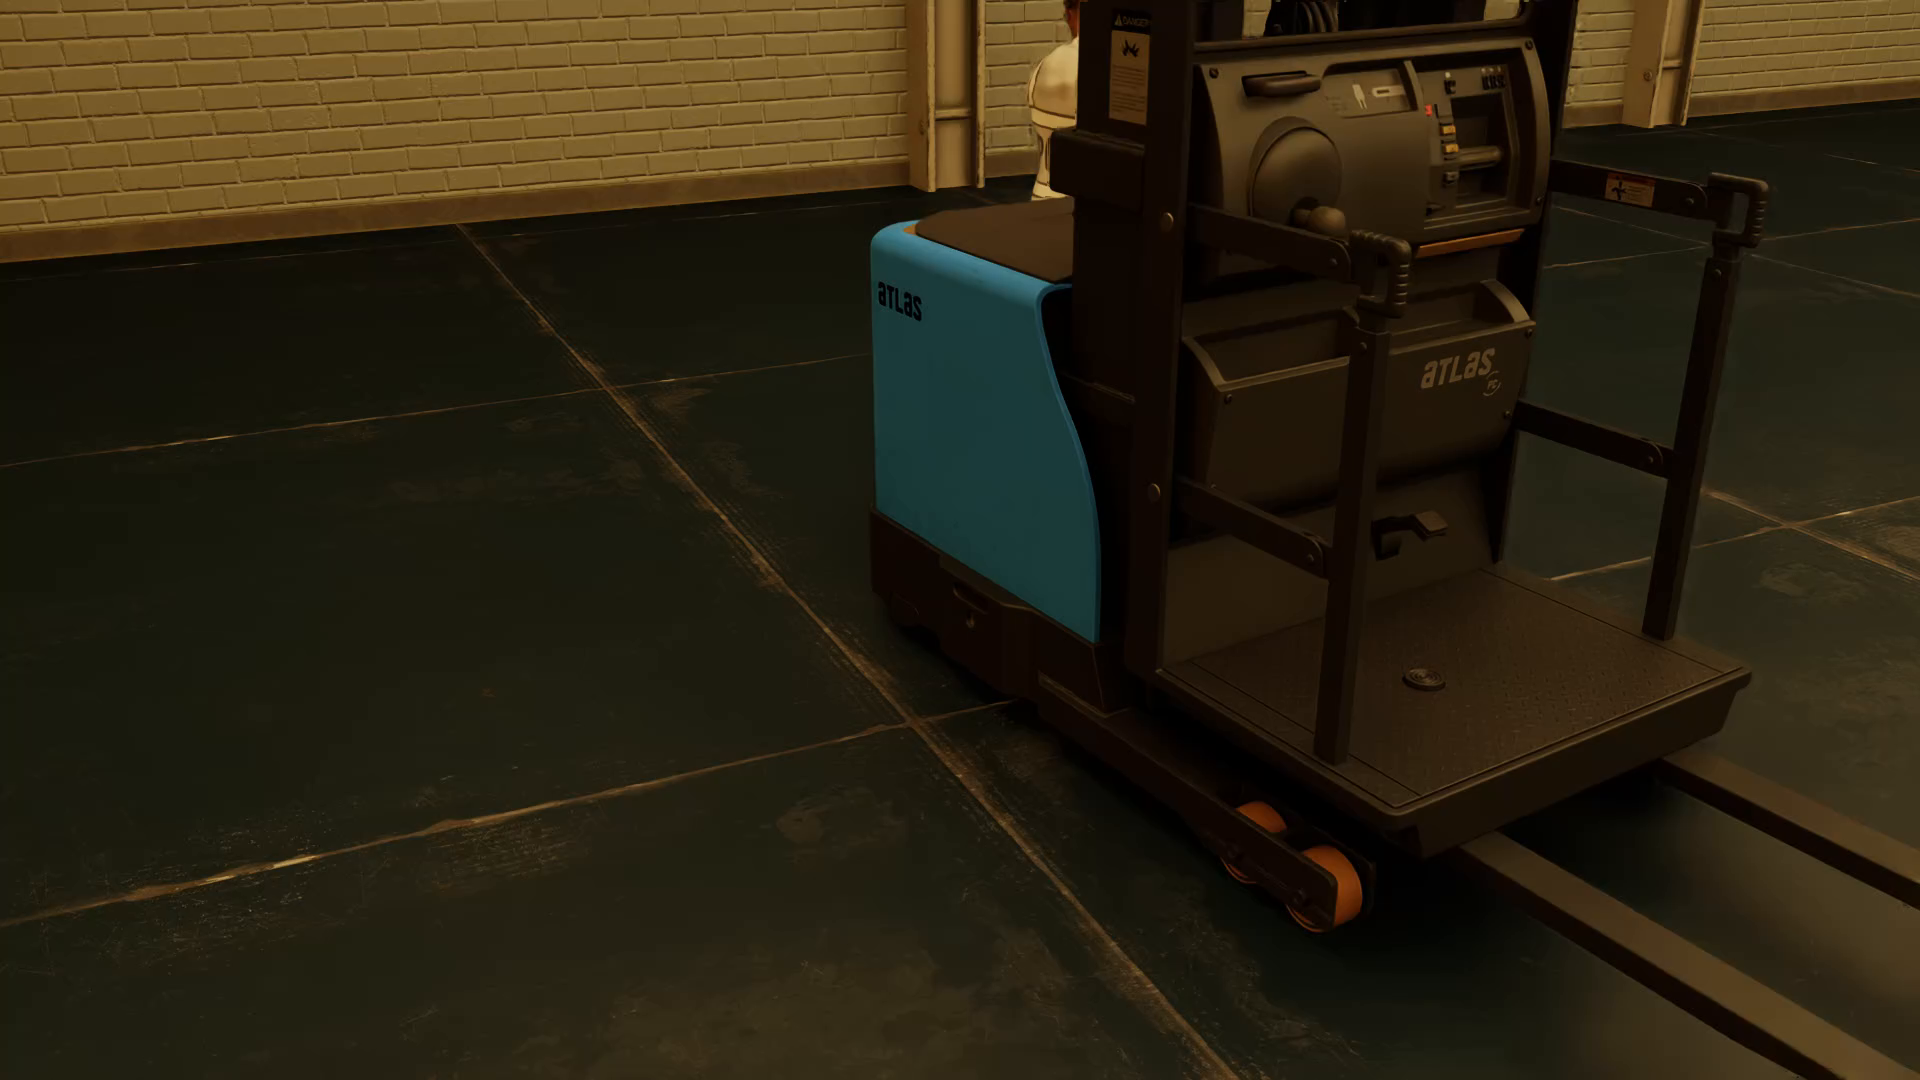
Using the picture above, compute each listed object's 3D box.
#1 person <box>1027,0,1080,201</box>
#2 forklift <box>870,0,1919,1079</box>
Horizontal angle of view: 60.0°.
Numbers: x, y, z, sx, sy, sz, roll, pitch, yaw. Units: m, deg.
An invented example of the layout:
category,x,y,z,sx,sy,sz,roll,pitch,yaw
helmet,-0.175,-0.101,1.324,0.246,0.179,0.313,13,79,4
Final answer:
category,x,y,z,sx,sy,sz,roll,pitch,yaw
person,0.500,-0.888,5.087,0.693,1.681,0.881,21,30,40
forklift,0.975,-0.793,3.194,1.130,2.935,3.031,-14,26,-30
